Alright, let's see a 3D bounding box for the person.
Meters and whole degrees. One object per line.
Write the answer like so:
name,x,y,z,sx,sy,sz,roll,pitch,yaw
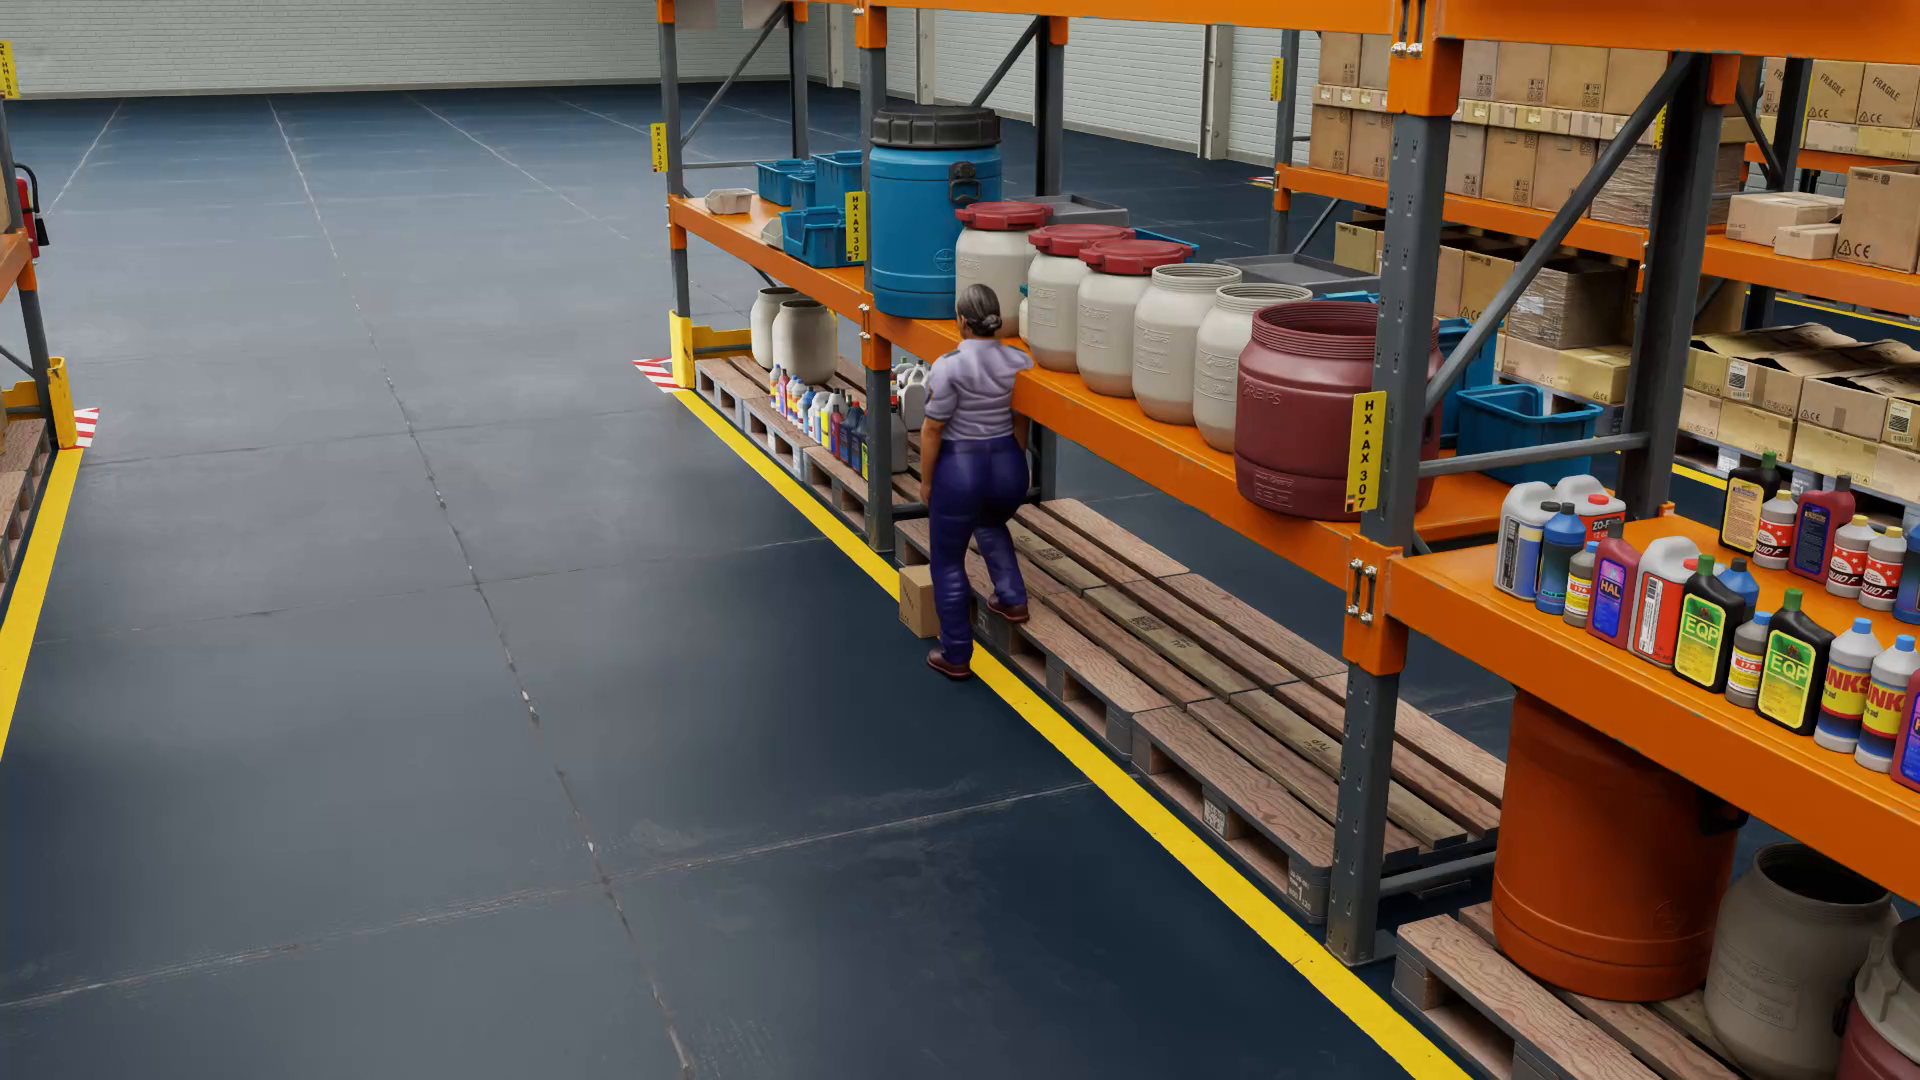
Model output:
person,0.035,-0.259,6.861,0.473,1.638,0.498,-7,20,-20
